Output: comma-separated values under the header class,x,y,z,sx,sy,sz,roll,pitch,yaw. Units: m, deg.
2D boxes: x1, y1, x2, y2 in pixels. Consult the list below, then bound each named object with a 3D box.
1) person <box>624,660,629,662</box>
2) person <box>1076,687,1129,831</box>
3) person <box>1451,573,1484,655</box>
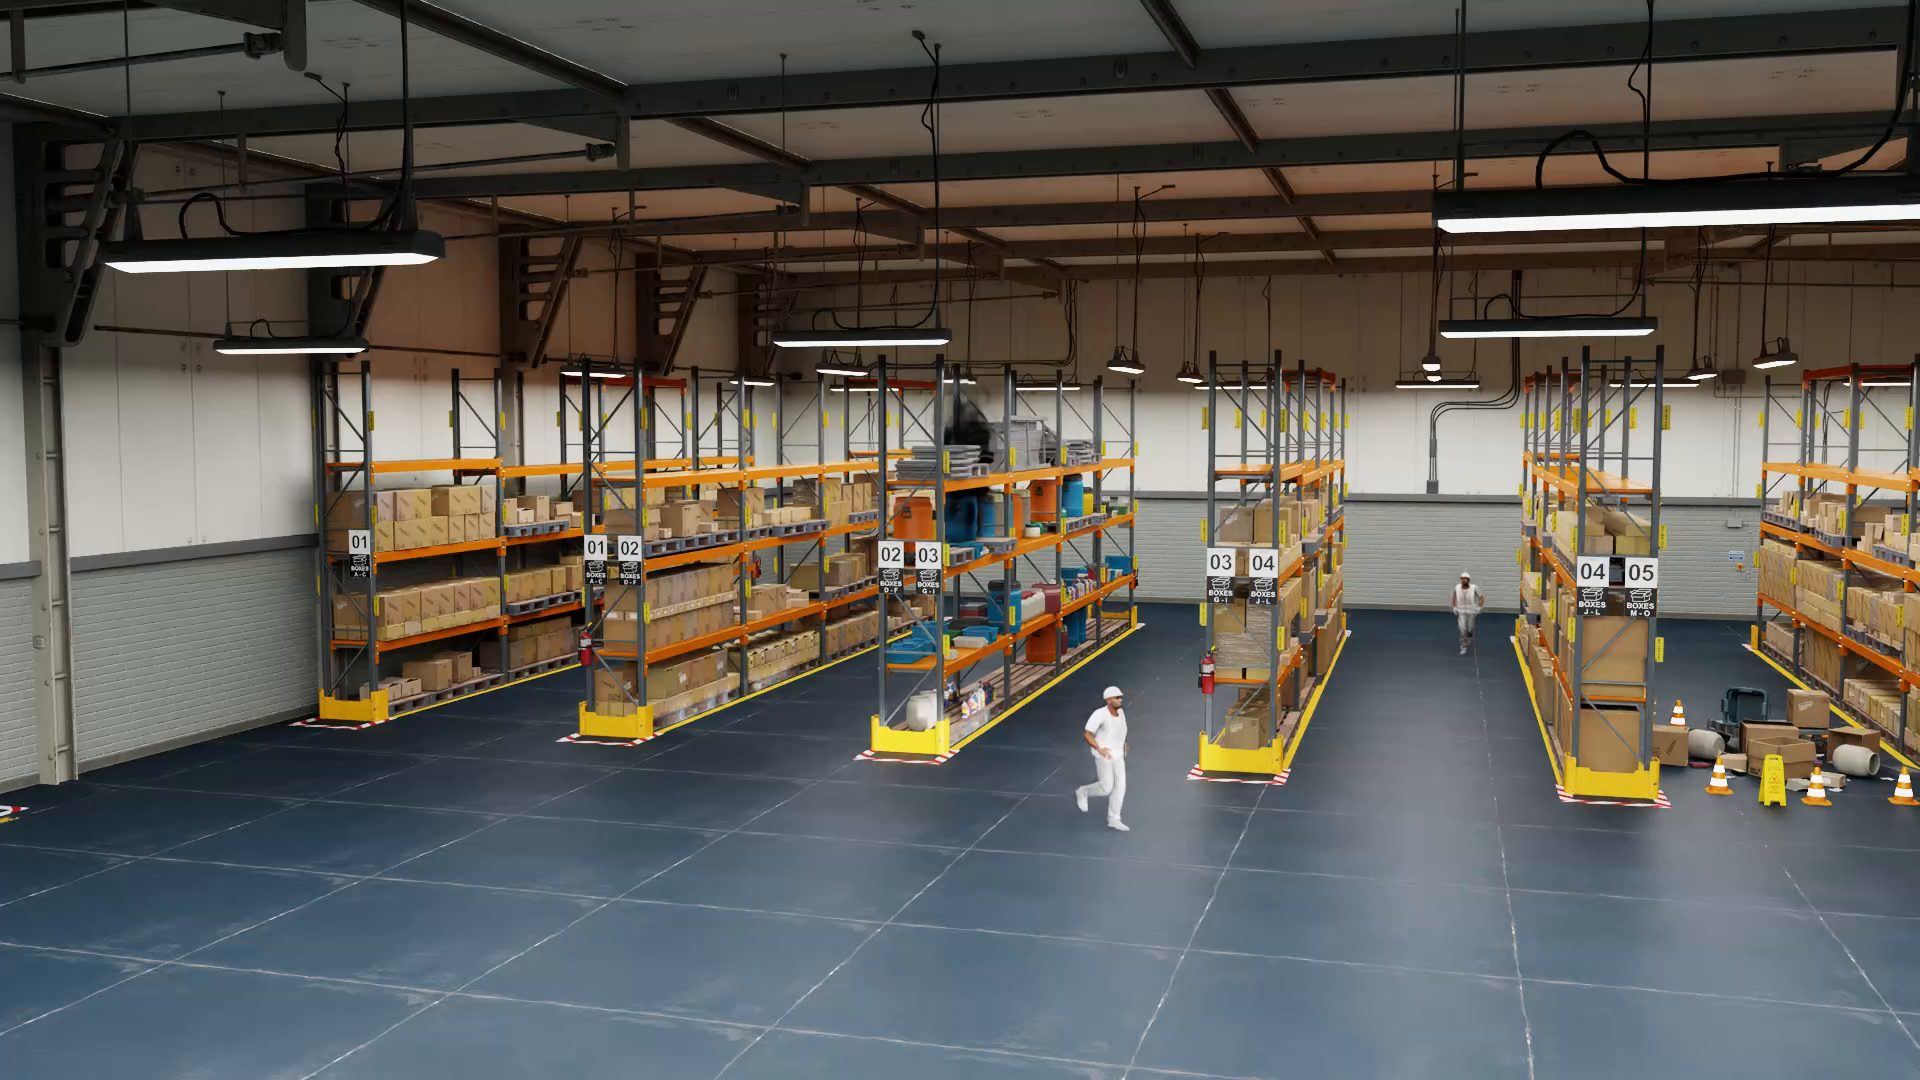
class,x,y,z,sx,sy,sz,roll,pitch,yaw
person,-5.993,2.005,30.659,0.580,1.608,0.609,1,4,14
person,1.805,2.674,20.608,0.839,1.748,0.727,4,6,44
person,10.947,1.574,35.901,0.688,1.767,0.669,2,4,23
